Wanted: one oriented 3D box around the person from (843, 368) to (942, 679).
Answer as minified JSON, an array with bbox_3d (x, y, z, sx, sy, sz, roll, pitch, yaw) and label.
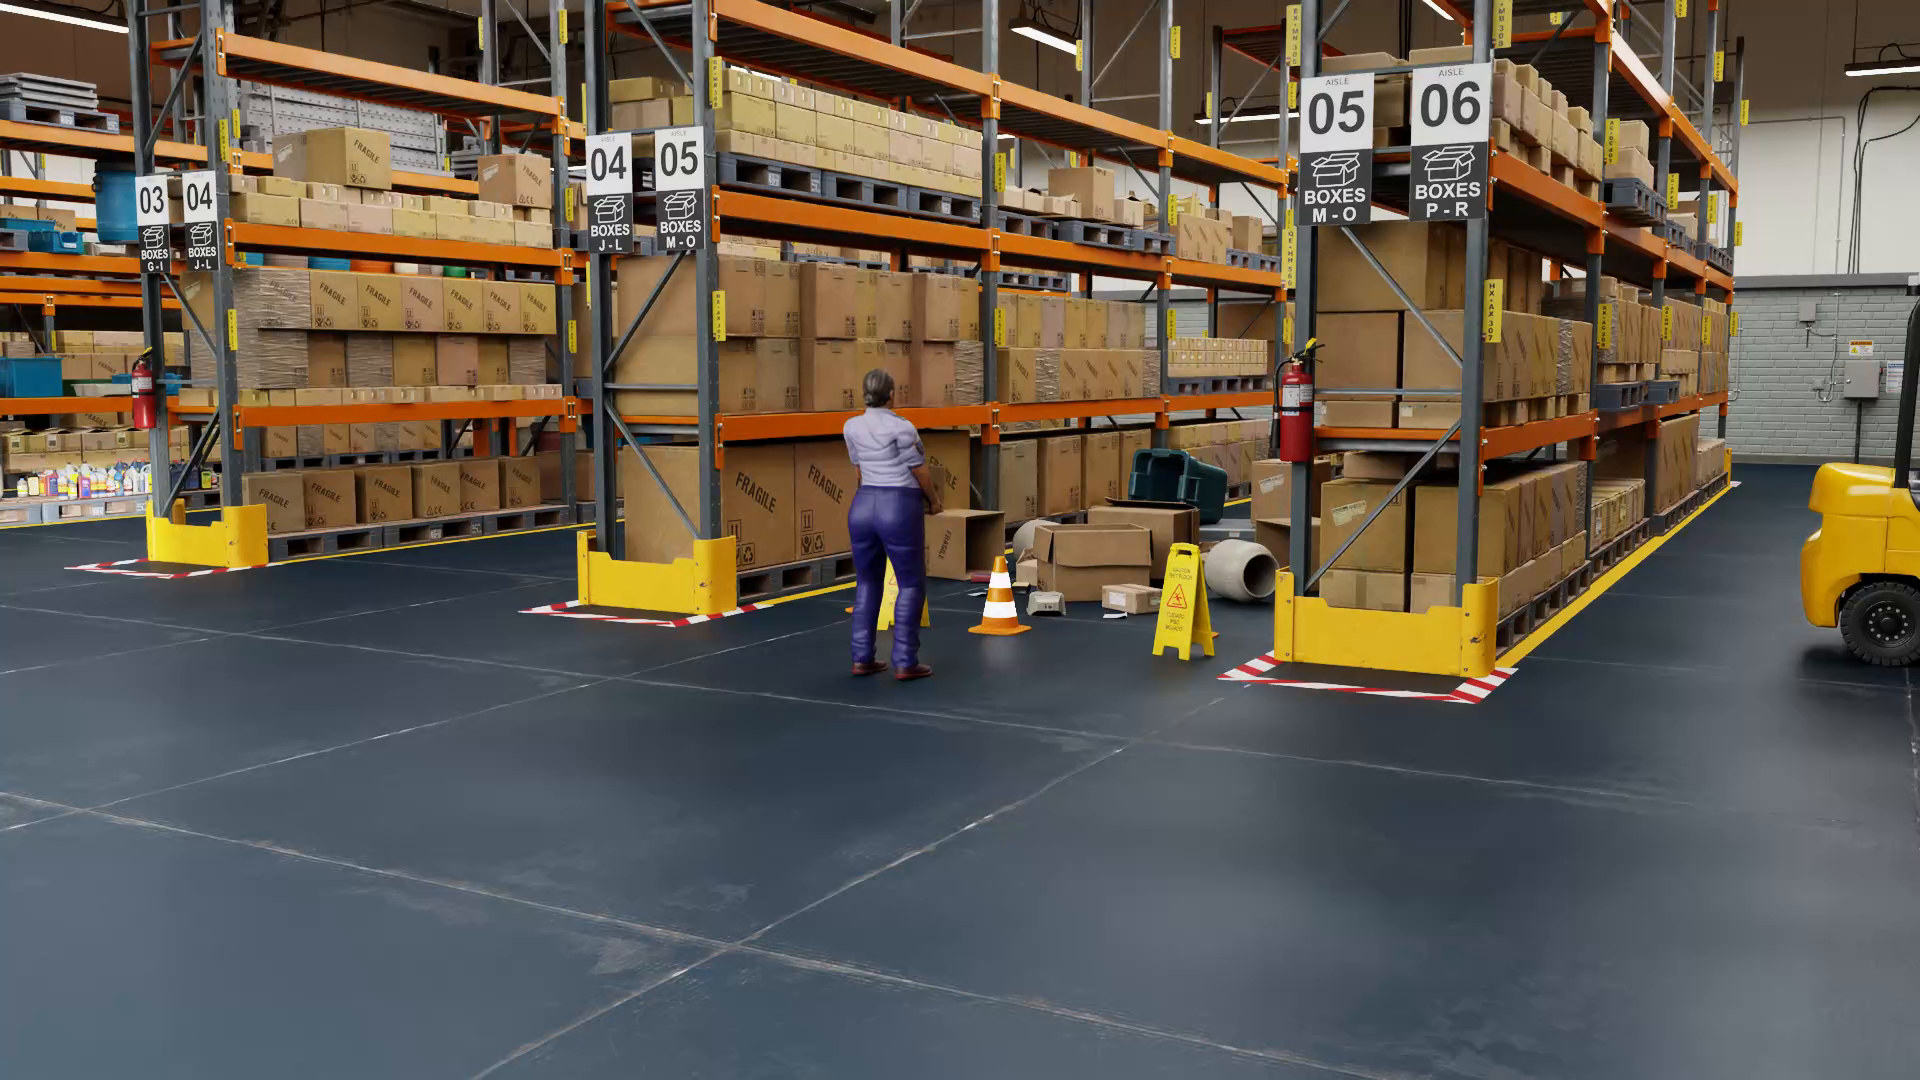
[{"bbox_3d":[-0.347,-0.088,8.893,0.453,1.625,0.515,3,7,30],"label":"person"}]
